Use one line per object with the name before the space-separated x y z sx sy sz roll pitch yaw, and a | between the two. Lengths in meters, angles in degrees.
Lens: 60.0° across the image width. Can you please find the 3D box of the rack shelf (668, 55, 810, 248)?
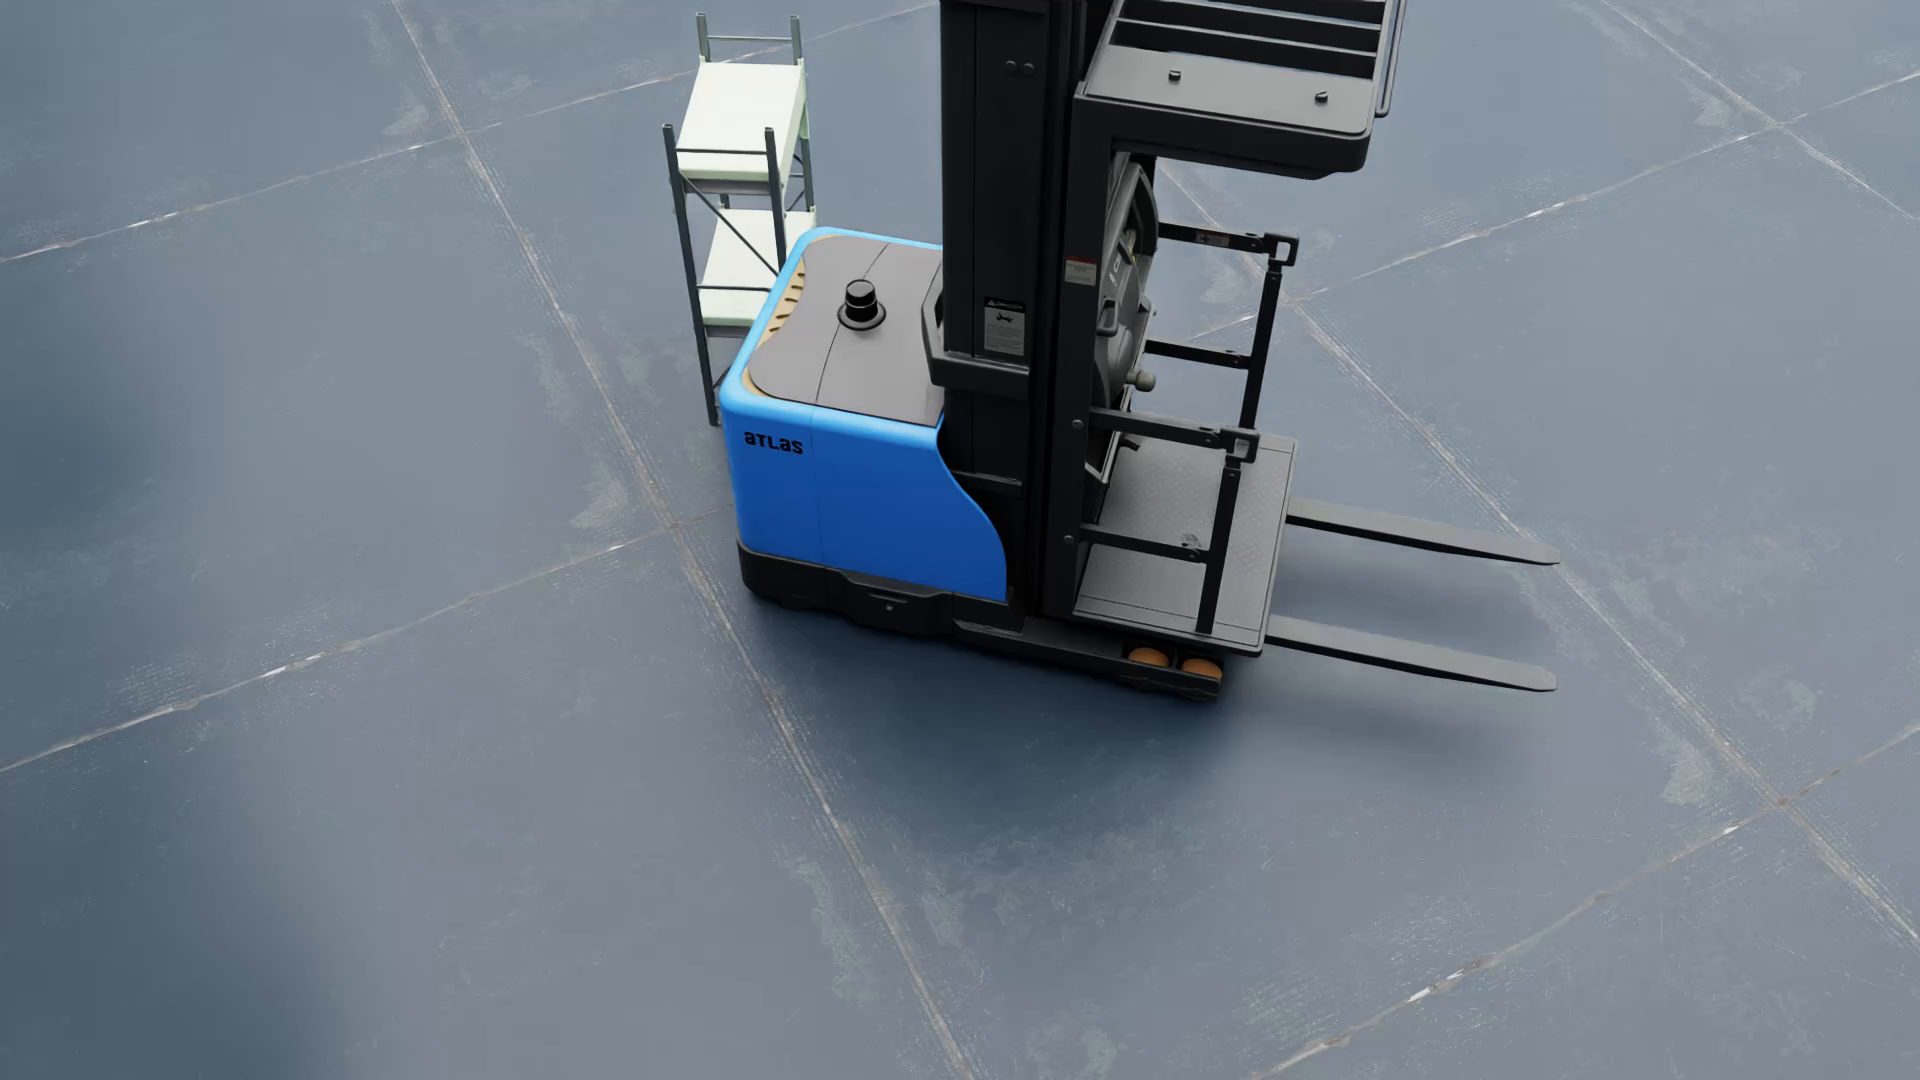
rack shelf | -0.843 -1.513 6.451 0.431 0.370 0.720 3 49 2

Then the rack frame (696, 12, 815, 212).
rack frame | -0.821 -1.531 6.986 0.400 1.500 0.023 3 49 2

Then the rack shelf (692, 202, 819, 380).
rack shelf | -0.842 -1.042 6.990 0.431 0.370 0.720 3 49 2

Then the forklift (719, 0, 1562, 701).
forklift | 0.732 -0.820 5.413 3.031 2.935 1.130 11 50 10

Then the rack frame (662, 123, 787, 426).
rack frame | -0.864 -0.981 6.504 0.400 1.500 0.023 3 49 2

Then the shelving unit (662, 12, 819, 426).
shelving unit | -0.842 -1.256 6.745 0.431 1.500 0.755 3 49 2
